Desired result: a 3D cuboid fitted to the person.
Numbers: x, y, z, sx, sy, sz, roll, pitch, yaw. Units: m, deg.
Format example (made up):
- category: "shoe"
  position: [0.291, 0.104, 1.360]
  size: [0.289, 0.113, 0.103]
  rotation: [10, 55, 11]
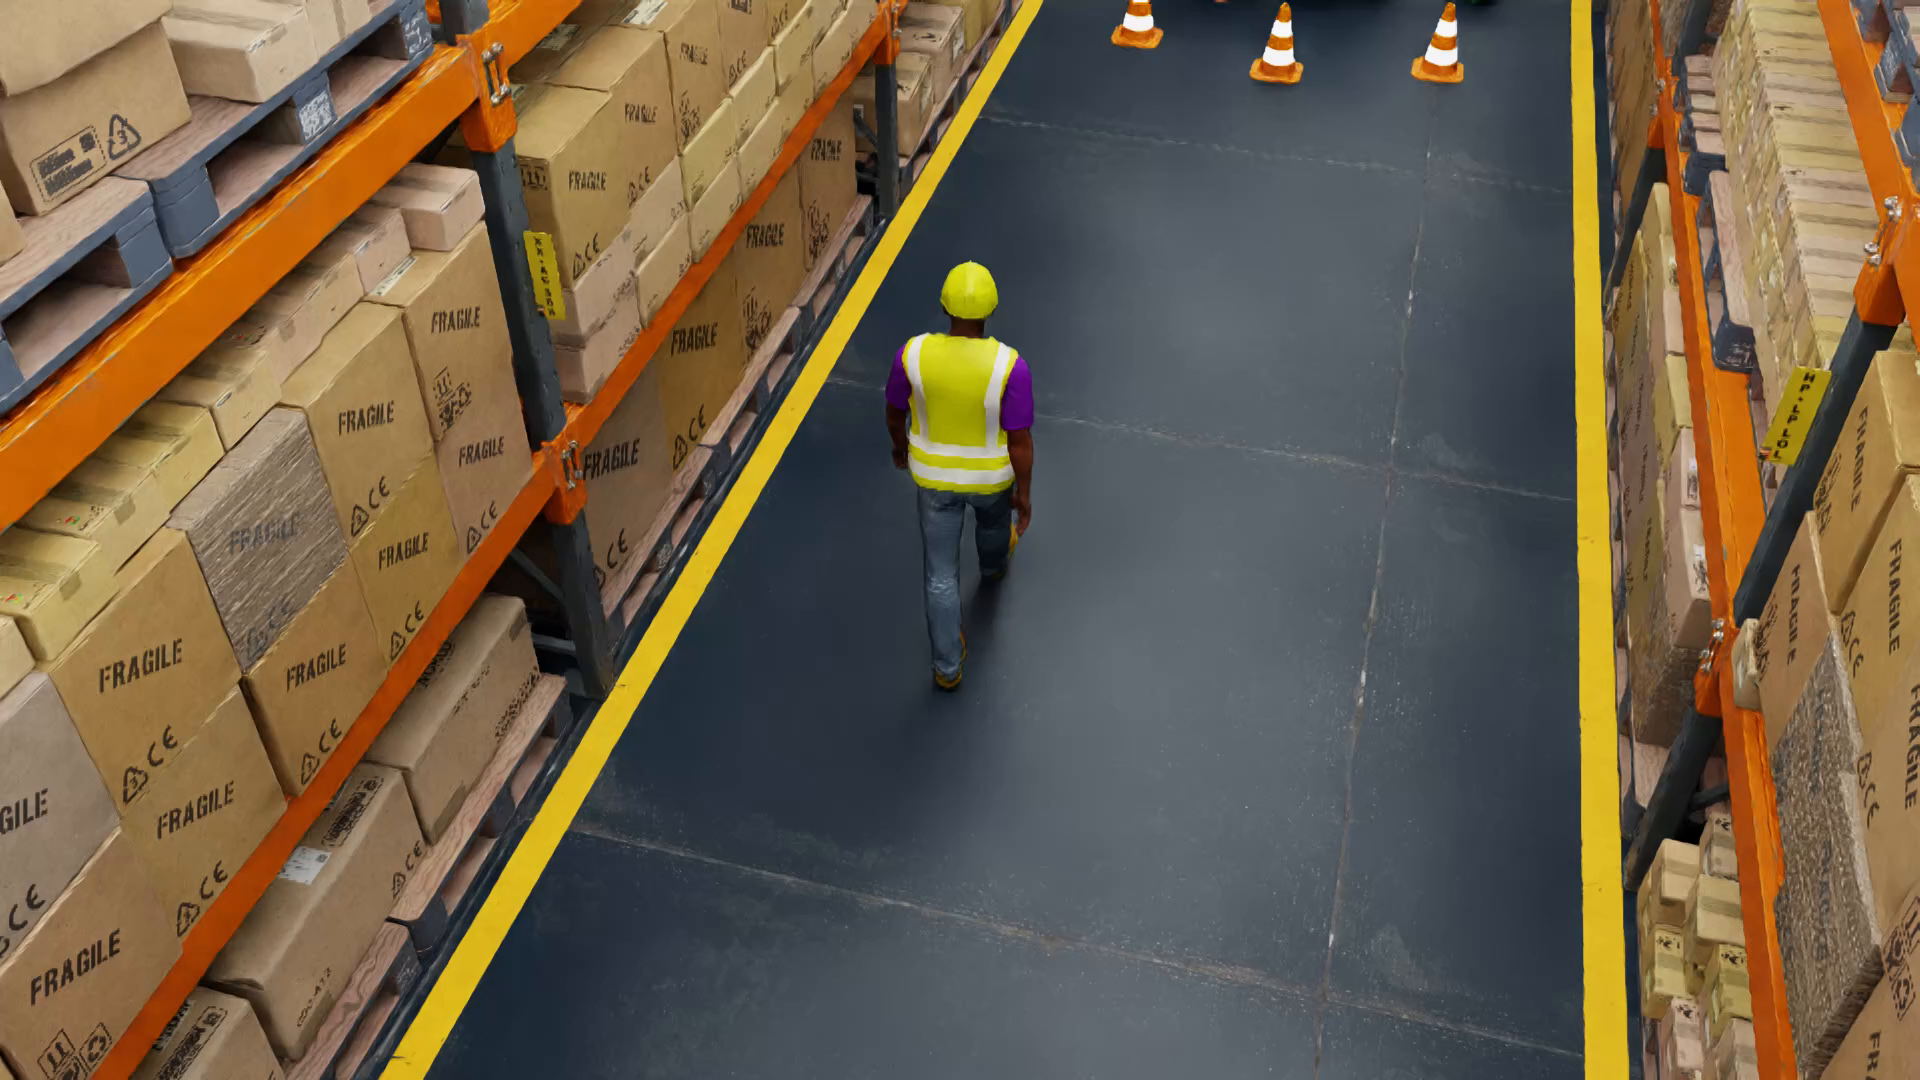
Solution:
- category: "person"
  position: [0.005, -0.348, 6.547]
  size: [0.592, 1.711, 0.982]
  rotation: [4, 41, 4]
